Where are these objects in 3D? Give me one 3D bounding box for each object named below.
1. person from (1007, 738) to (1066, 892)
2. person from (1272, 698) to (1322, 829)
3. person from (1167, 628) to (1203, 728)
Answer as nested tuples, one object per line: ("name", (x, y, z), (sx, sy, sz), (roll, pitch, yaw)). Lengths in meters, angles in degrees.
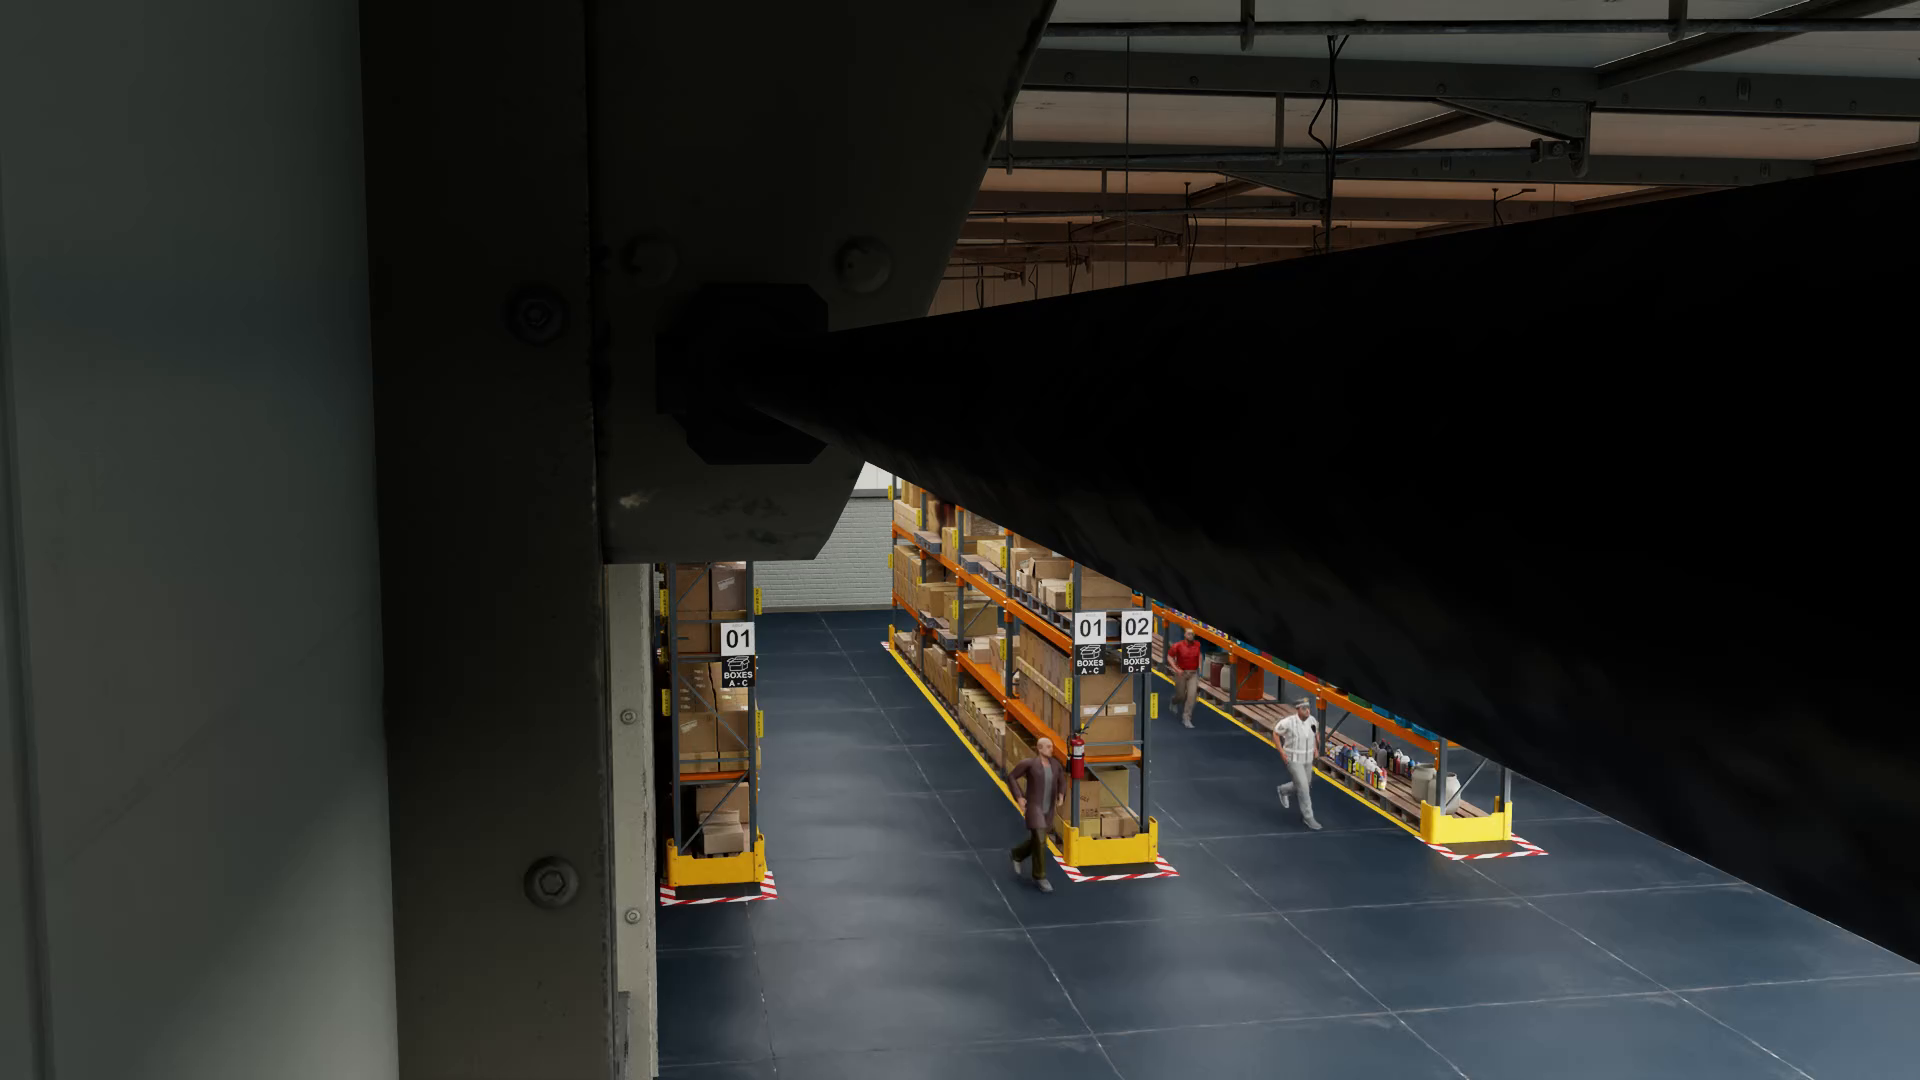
("person", (0.966, 3.283, 20.221), (0.725, 1.775, 0.900), (-4, 8, -36))
("person", (4.639, 3.007, 22.796), (0.686, 1.776, 0.897), (-3, 7, -26))
("person", (3.936, 2.368, 29.028), (0.688, 1.713, 0.815), (-2, 6, -16))
